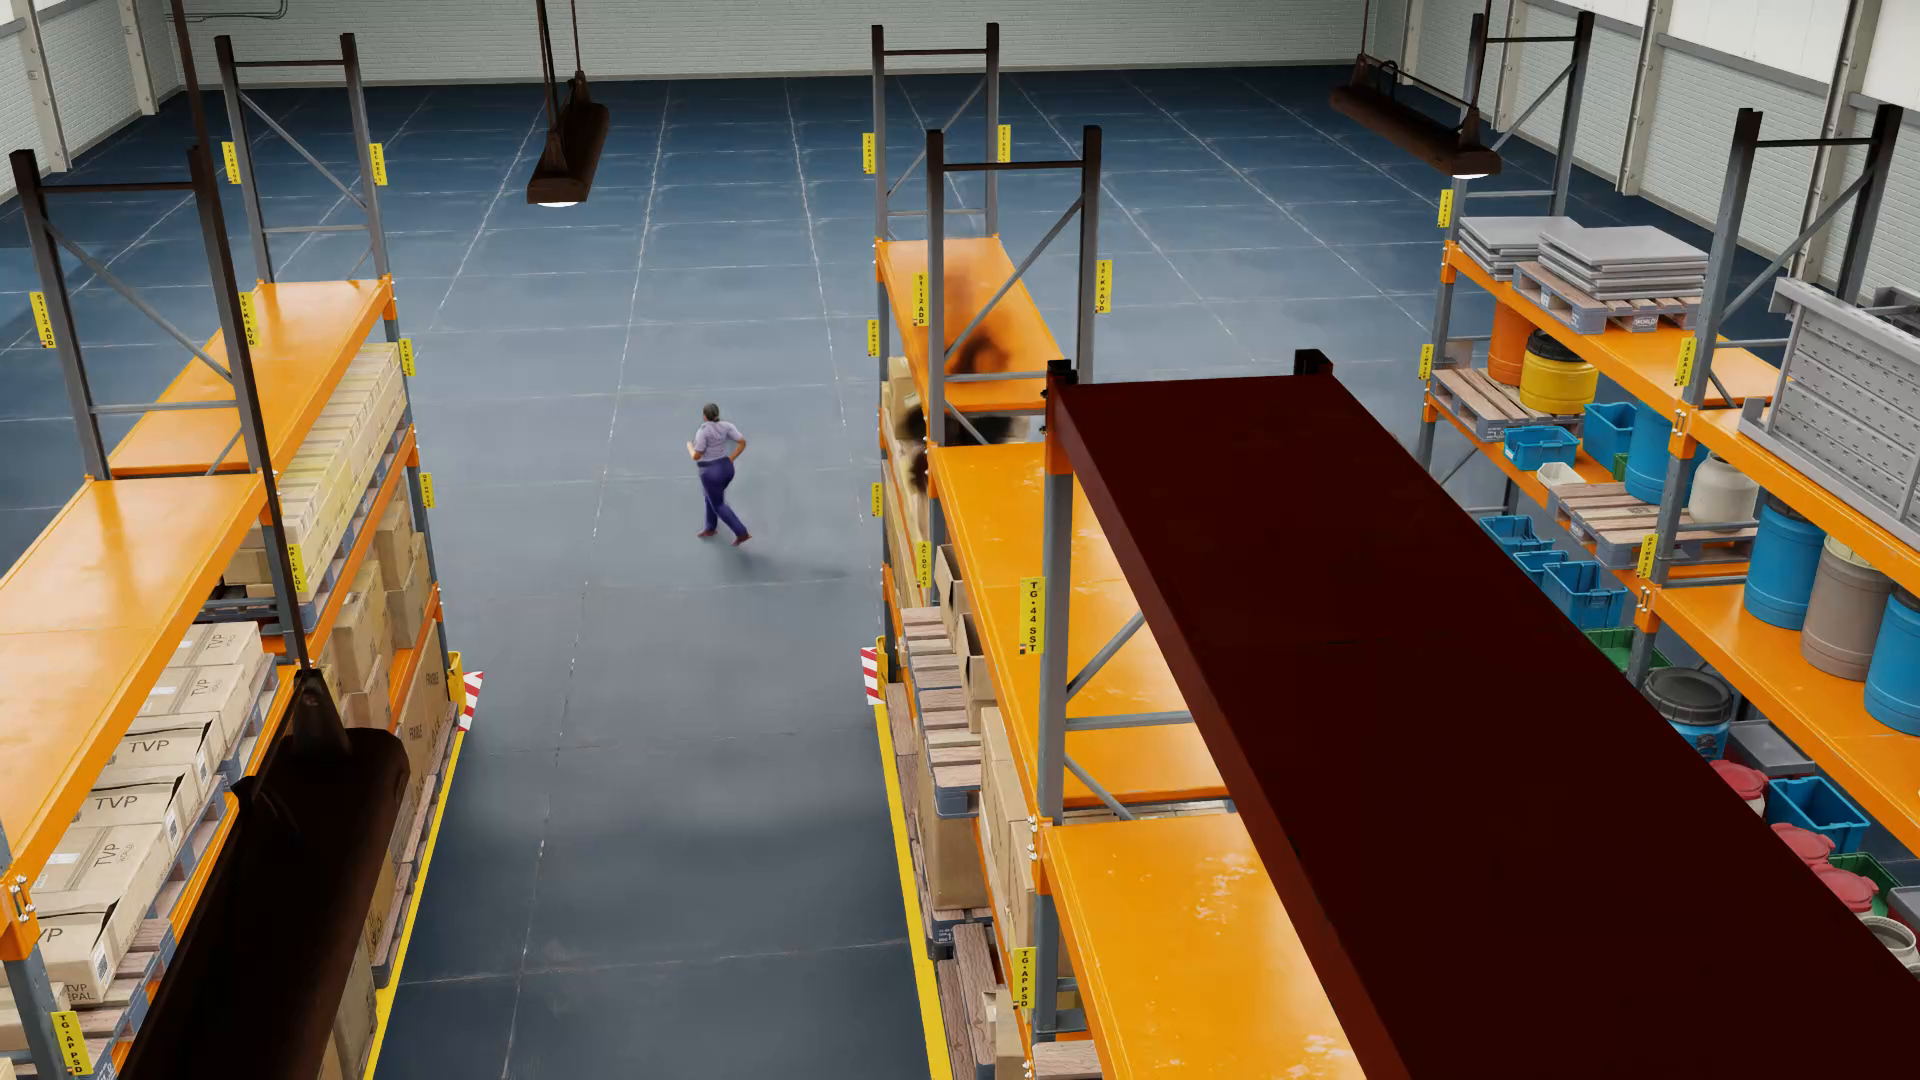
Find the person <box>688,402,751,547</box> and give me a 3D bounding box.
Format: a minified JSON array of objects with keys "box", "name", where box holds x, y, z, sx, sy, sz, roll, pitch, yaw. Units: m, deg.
[{"box":[-2.639,-0.679,18.033,0.866,1.683,0.587,17,30,31],"name":"person"}]
